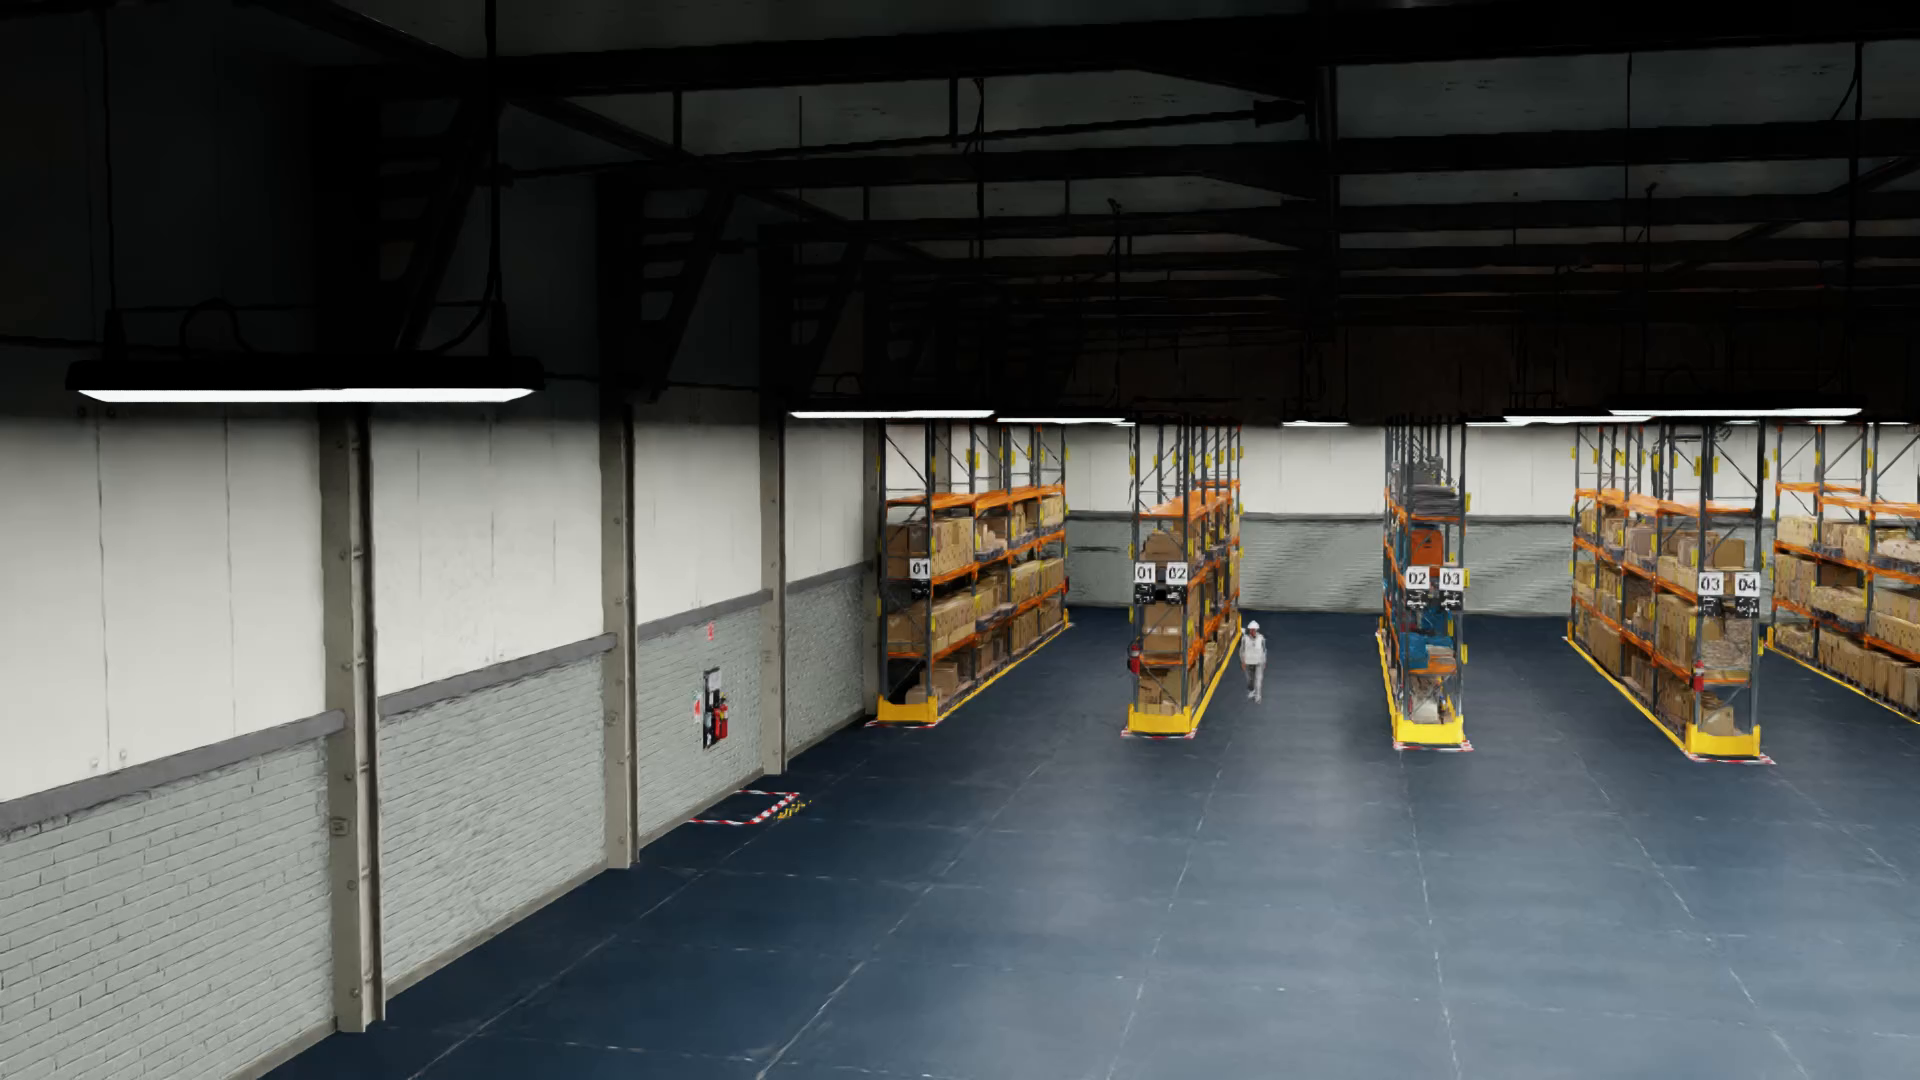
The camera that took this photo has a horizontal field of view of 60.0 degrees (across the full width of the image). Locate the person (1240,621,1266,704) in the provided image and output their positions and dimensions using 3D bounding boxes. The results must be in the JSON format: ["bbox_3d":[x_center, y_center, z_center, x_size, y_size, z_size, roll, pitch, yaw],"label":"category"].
[{"bbox_3d":[6.104,2.518,34.665,0.543,1.700,1.115,1,4,15],"label":"person"}]
